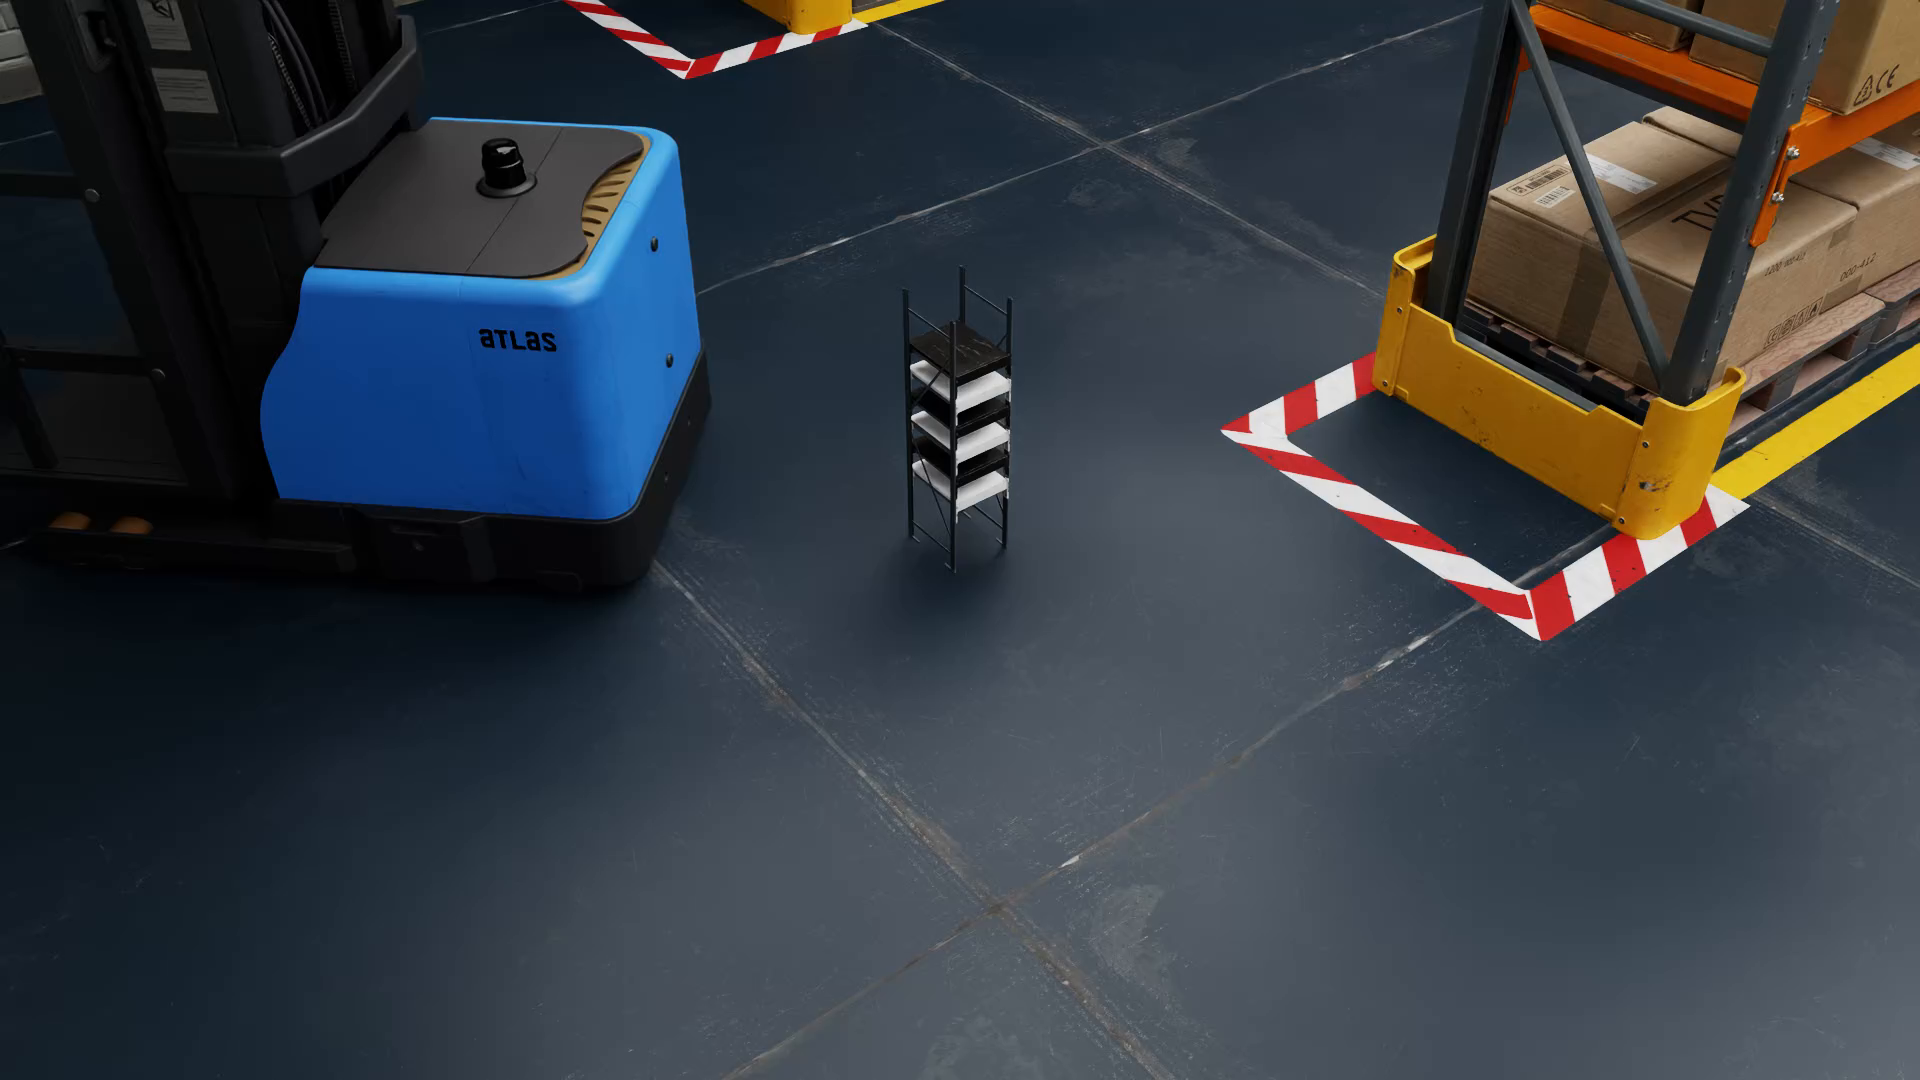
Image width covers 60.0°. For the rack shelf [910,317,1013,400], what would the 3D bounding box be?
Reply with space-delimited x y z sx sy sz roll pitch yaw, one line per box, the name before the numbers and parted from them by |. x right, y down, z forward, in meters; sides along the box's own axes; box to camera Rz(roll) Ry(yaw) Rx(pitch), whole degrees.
rack shelf | -0.006 -0.528 4.811 0.200 0.077 0.258 -26 46 -28

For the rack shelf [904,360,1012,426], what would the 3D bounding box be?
rack shelf | -0.006 -0.458 4.868 0.200 0.077 0.258 -26 46 -28

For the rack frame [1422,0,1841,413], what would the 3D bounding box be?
rack frame | 1.952 -1.511 4.727 0.127 3.000 1.000 -26 46 -28

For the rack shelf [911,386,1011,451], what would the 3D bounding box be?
rack shelf | -0.006 -0.389 4.925 0.200 0.077 0.258 -26 46 -28

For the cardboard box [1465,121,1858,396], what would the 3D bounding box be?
cardboard box | 2.415 -0.988 5.779 0.875 0.438 0.875 -28 47 -29

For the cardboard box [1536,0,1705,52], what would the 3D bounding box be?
cardboard box | 2.173 -1.869 5.085 0.500 0.500 0.500 -26 46 -28

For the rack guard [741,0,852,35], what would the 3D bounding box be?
rack guard | -1.015 -3.069 8.597 0.348 0.500 1.175 -26 46 -28

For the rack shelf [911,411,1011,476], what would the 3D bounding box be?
rack shelf | -0.006 -0.319 4.982 0.200 0.077 0.258 -26 46 -28

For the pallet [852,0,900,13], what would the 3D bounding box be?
pallet | -0.384 -3.266 9.065 1.213 0.211 1.003 -26 46 -28

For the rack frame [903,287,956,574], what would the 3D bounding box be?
rack frame | -0.087 -0.305 4.913 0.006 0.900 0.240 -26 46 -28

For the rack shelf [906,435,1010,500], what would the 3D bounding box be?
rack shelf | -0.006 -0.249 5.039 0.200 0.077 0.258 -26 46 -28

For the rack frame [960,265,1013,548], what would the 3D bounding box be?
rack frame | 0.074 -0.384 5.009 0.006 0.900 0.240 -26 46 -28

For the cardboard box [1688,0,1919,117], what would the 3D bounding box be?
cardboard box | 2.508 -1.591 4.745 0.500 0.500 0.500 -26 46 -28

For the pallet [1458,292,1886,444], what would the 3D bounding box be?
pallet | 2.538 -0.781 6.036 1.213 0.211 1.003 -26 46 -28

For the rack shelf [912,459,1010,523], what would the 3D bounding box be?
rack shelf | -0.006 -0.180 5.096 0.200 0.077 0.258 -26 46 -28

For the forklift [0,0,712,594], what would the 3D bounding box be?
forklift | -2.402 -1.369 4.608 3.031 2.935 1.130 4 40 5

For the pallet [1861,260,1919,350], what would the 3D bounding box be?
pallet | 3.505 -1.250 6.608 1.213 0.211 1.003 -26 46 -28

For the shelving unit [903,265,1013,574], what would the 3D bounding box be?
shelving unit | -0.006 -0.345 4.961 0.210 0.900 0.258 -26 46 -28

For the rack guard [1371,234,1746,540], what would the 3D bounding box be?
rack guard | 1.933 -0.535 5.509 0.348 0.500 1.175 -26 46 -28

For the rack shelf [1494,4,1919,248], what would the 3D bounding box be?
rack shelf | 3.538 -2.006 5.897 4.000 0.370 1.077 -26 46 -28

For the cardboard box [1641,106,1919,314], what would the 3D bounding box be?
cardboard box | 3.135 -1.346 6.215 0.875 0.438 0.875 -25 45 -27
